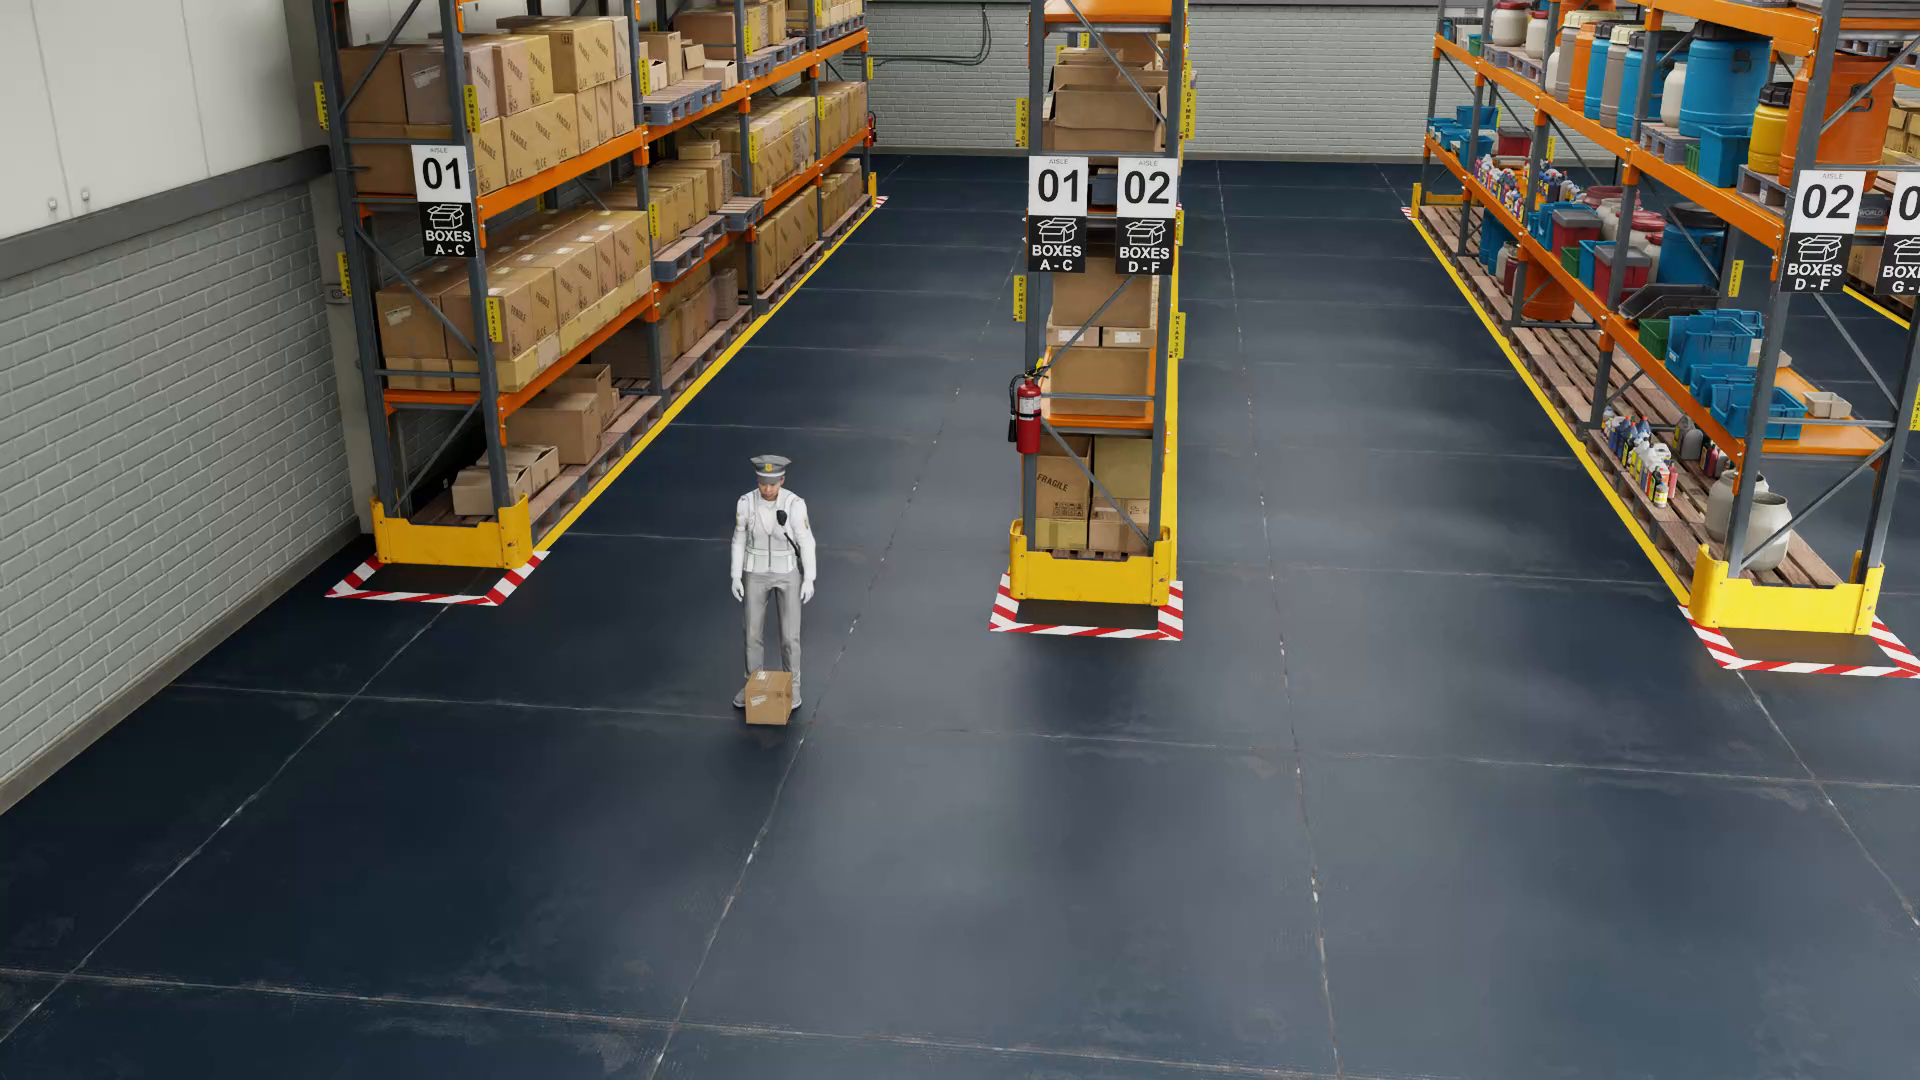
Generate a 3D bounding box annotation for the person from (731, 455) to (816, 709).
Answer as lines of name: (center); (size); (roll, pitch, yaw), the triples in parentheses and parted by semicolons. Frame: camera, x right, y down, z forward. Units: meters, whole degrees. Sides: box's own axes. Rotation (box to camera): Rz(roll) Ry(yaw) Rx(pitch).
person: (-1.174, 0.247, 10.442); (0.547, 1.666, 0.371); (1, 21, 3)
